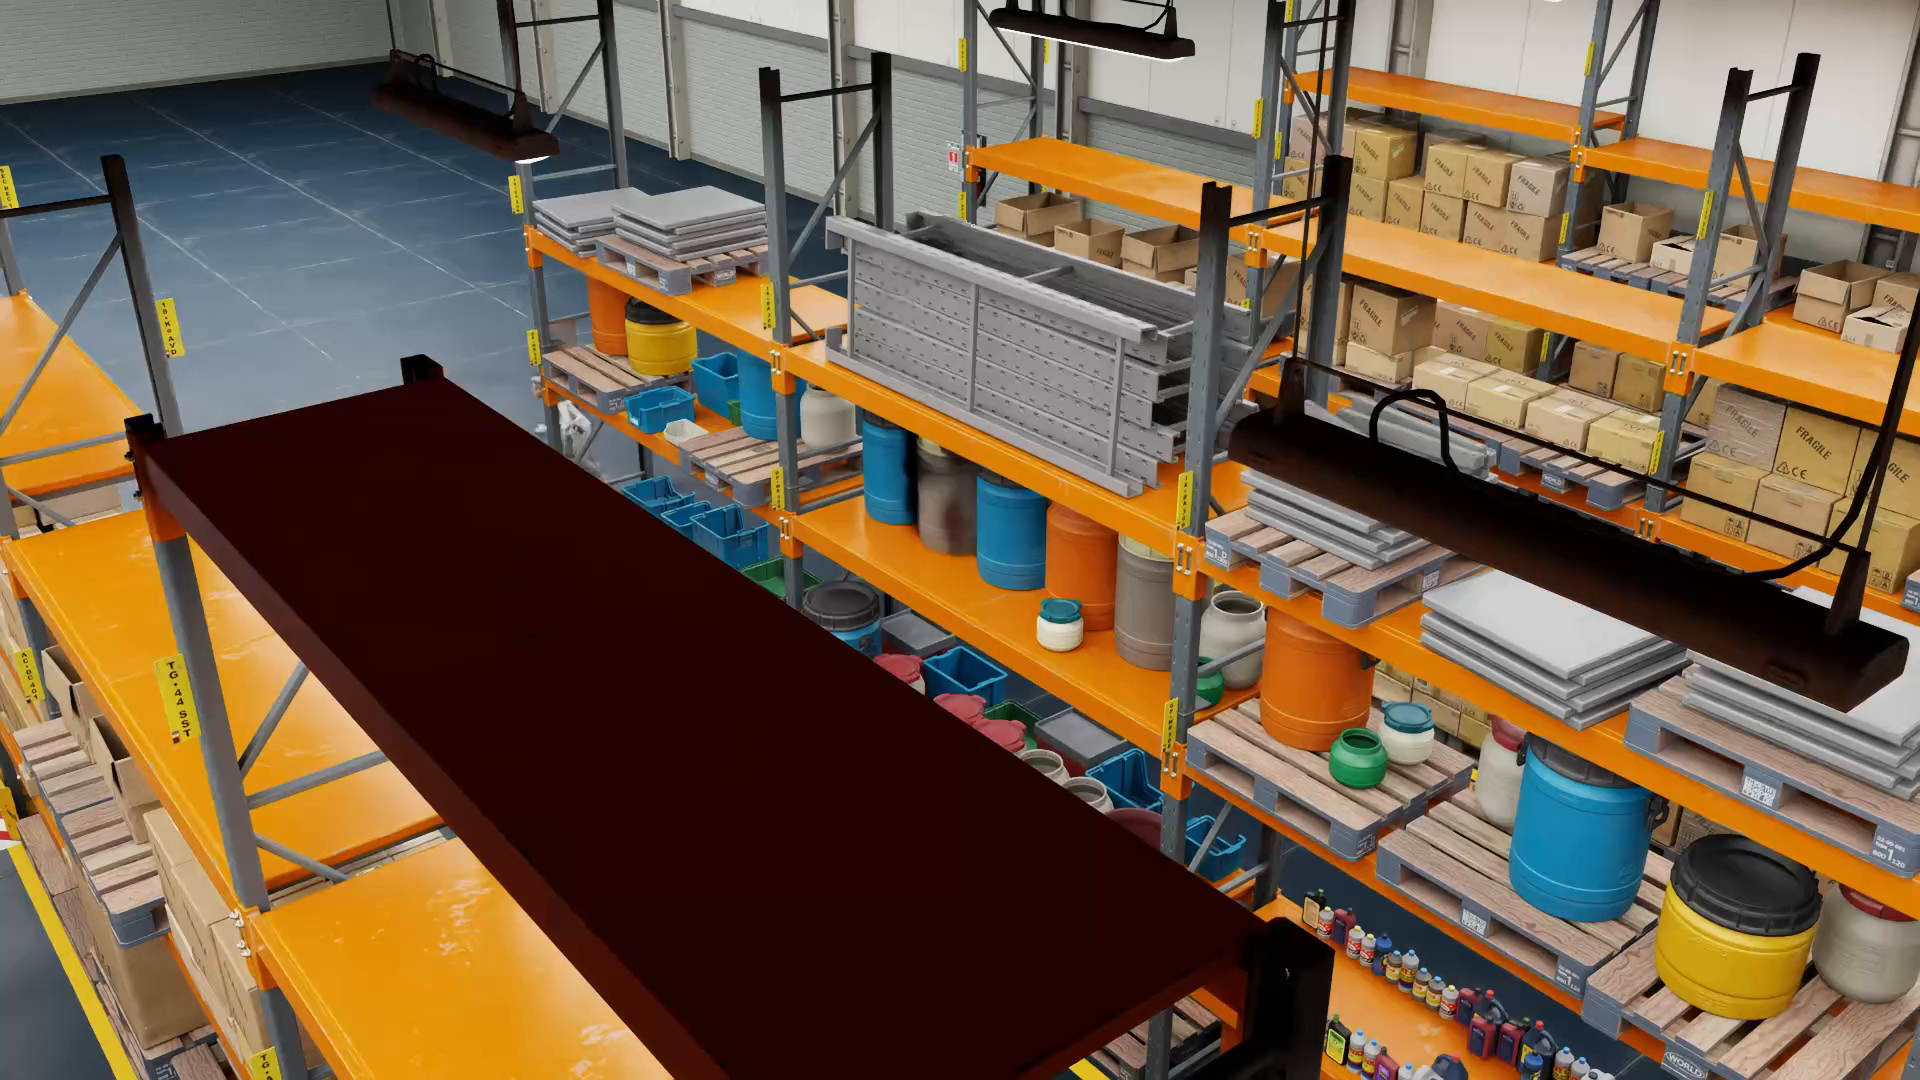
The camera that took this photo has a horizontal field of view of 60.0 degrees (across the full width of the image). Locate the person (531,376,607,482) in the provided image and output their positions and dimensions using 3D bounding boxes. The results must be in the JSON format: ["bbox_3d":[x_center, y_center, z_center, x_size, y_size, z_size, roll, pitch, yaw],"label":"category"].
[{"bbox_3d":[-4.505,-1.226,19.092,0.808,1.493,0.645,-13,29,-25],"label":"person"}]
